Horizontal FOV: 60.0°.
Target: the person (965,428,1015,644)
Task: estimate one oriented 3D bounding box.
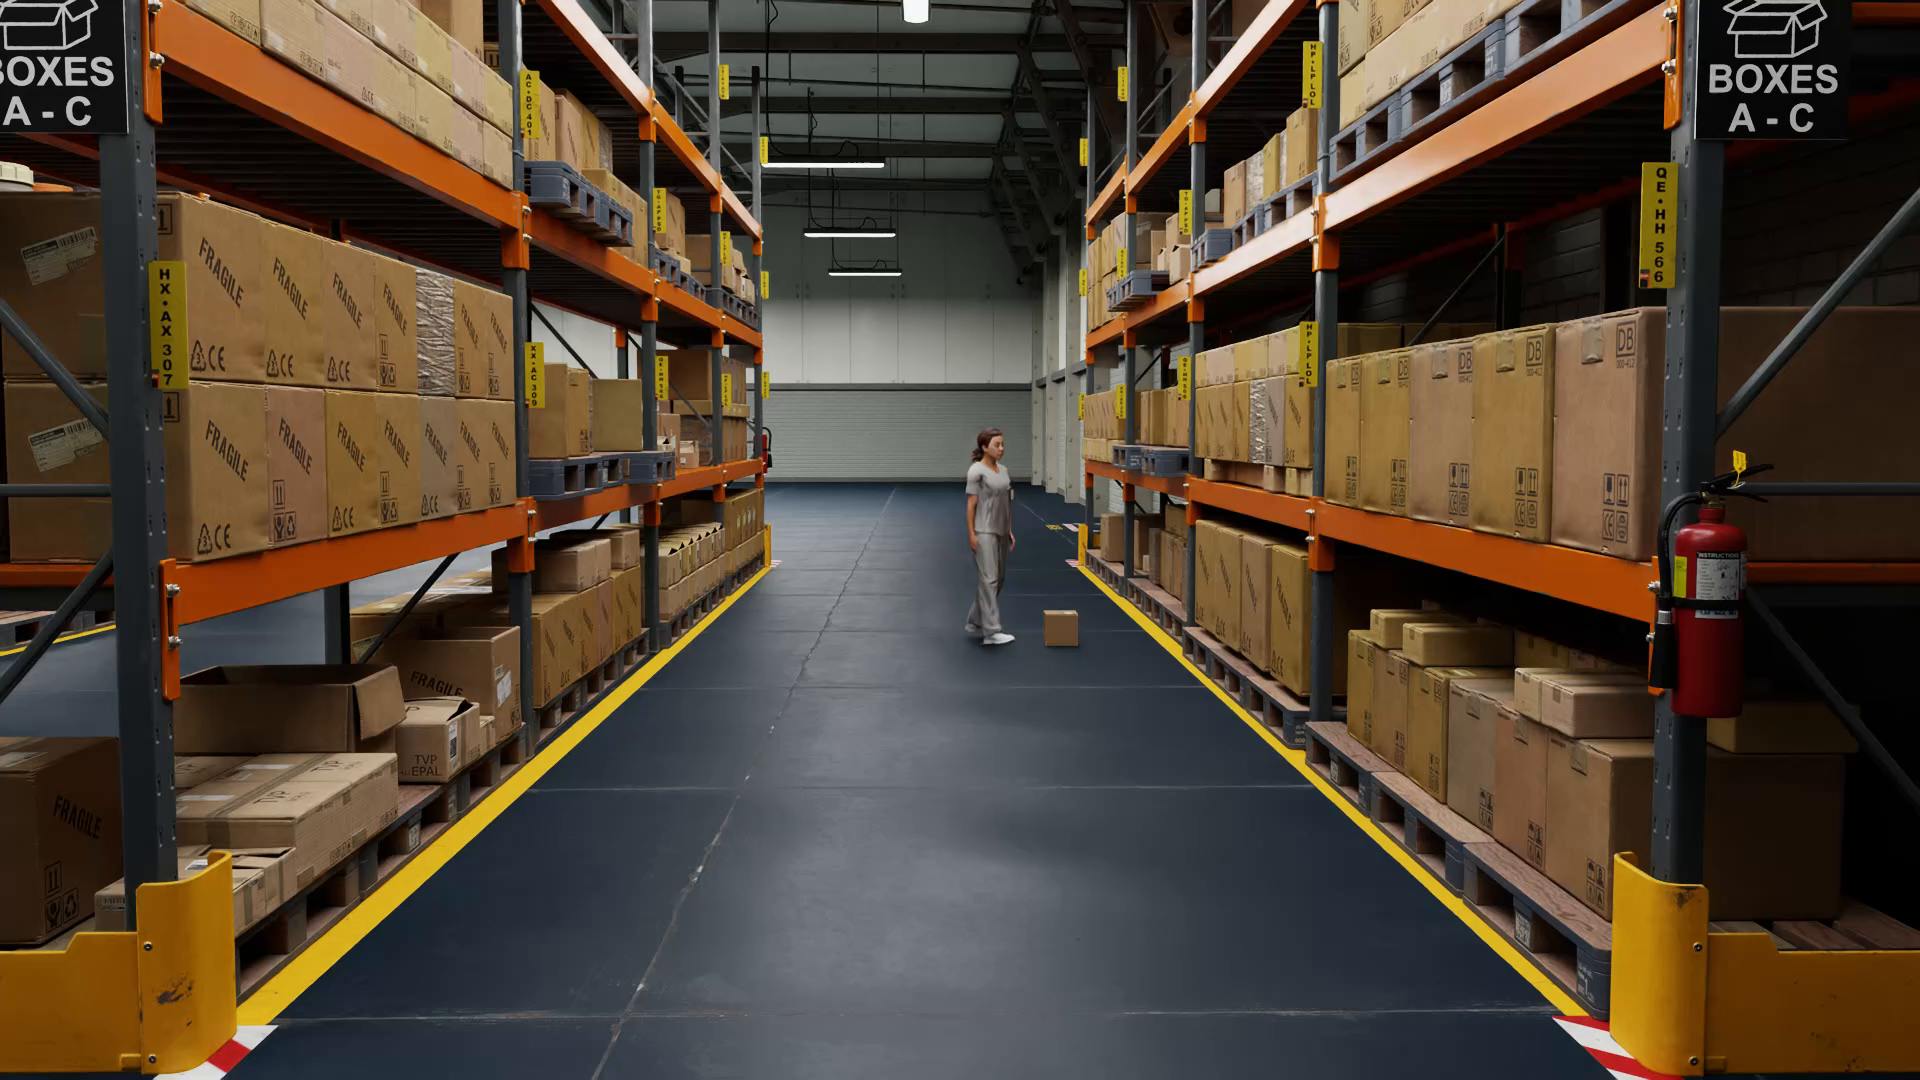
[{"bbox_3d":[0.231,-0.038,12.941,0.680,1.667,0.449,3,5,41],"label":"person"}]
